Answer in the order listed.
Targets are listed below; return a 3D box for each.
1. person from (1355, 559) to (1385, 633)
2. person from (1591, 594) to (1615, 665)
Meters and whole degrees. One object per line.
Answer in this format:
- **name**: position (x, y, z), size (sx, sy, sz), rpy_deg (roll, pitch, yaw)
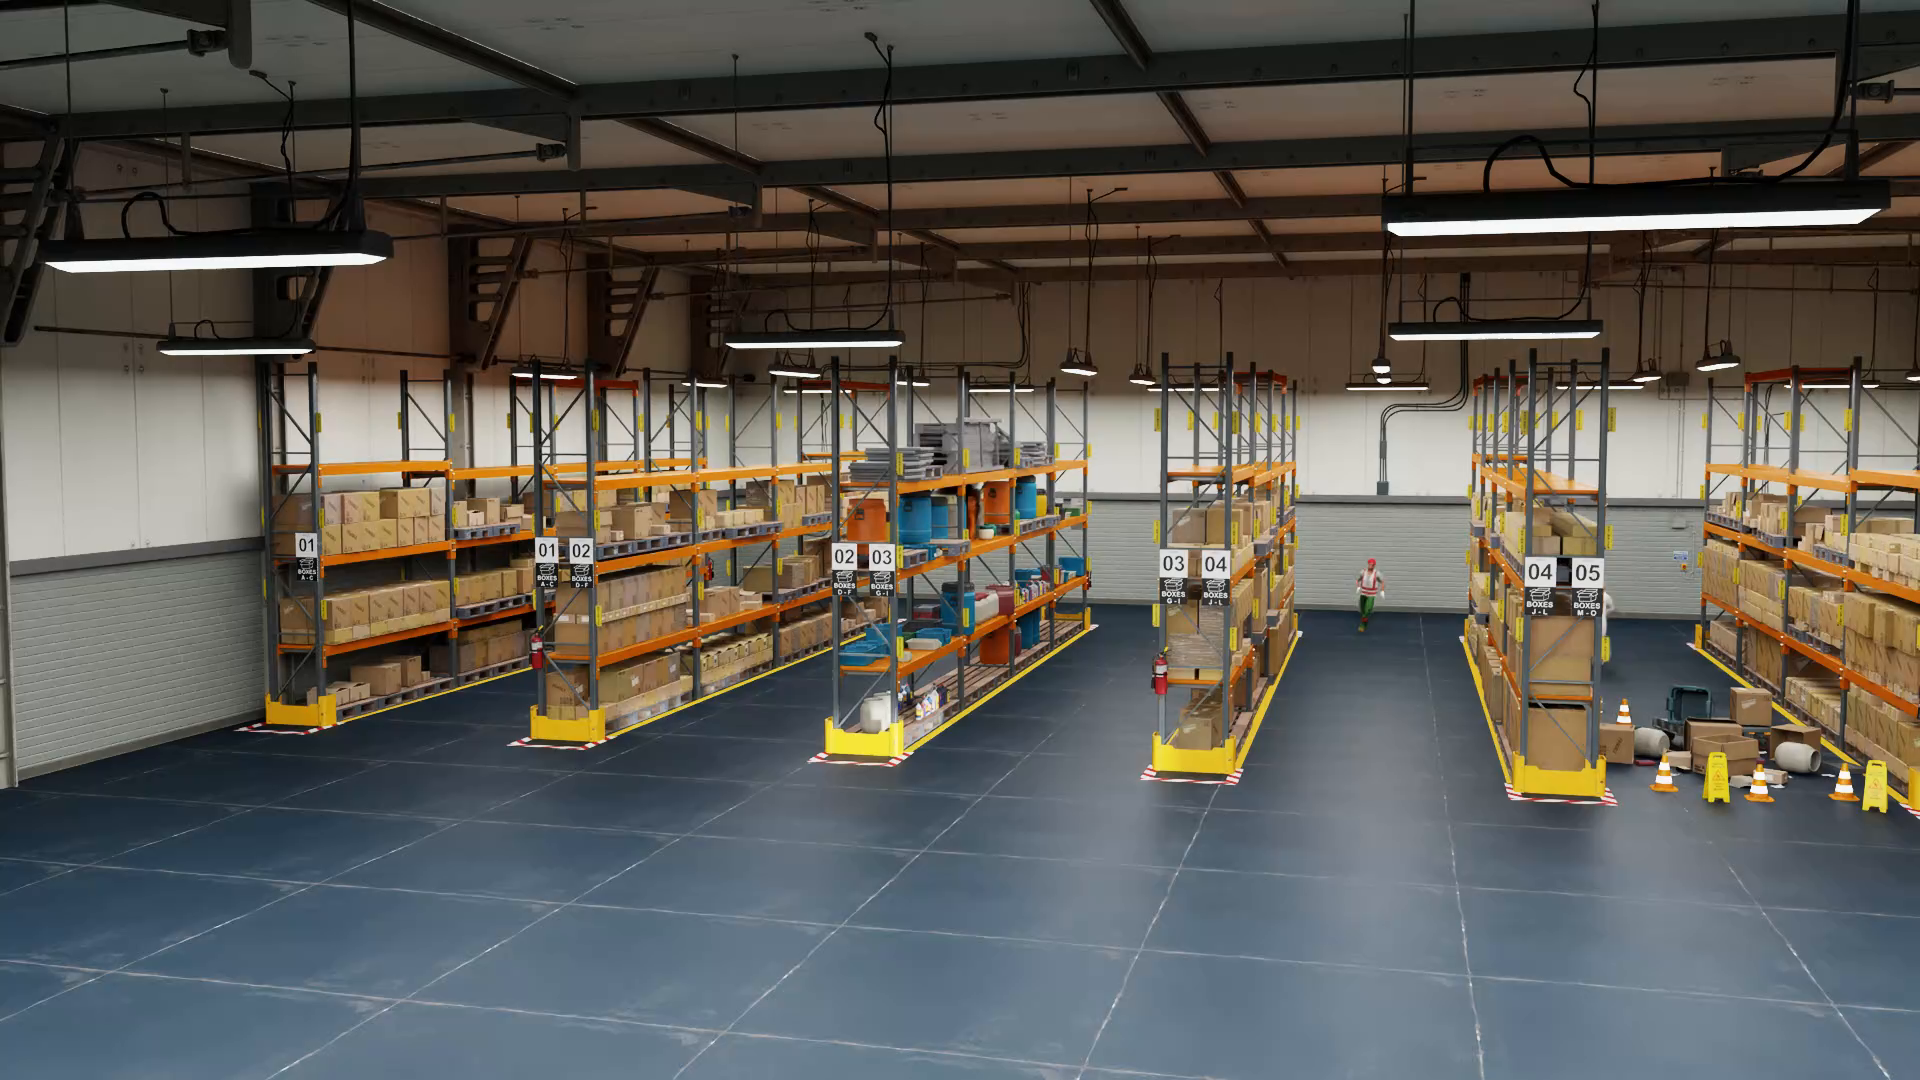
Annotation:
- **person**: position (9.646, 1.314, 39.238), size (0.710, 1.768, 1.010), rpy_deg (2, 5, 31)
- **person**: position (13.194, 1.733, 34.390), size (0.712, 1.725, 0.747), rpy_deg (0, 4, 4)
